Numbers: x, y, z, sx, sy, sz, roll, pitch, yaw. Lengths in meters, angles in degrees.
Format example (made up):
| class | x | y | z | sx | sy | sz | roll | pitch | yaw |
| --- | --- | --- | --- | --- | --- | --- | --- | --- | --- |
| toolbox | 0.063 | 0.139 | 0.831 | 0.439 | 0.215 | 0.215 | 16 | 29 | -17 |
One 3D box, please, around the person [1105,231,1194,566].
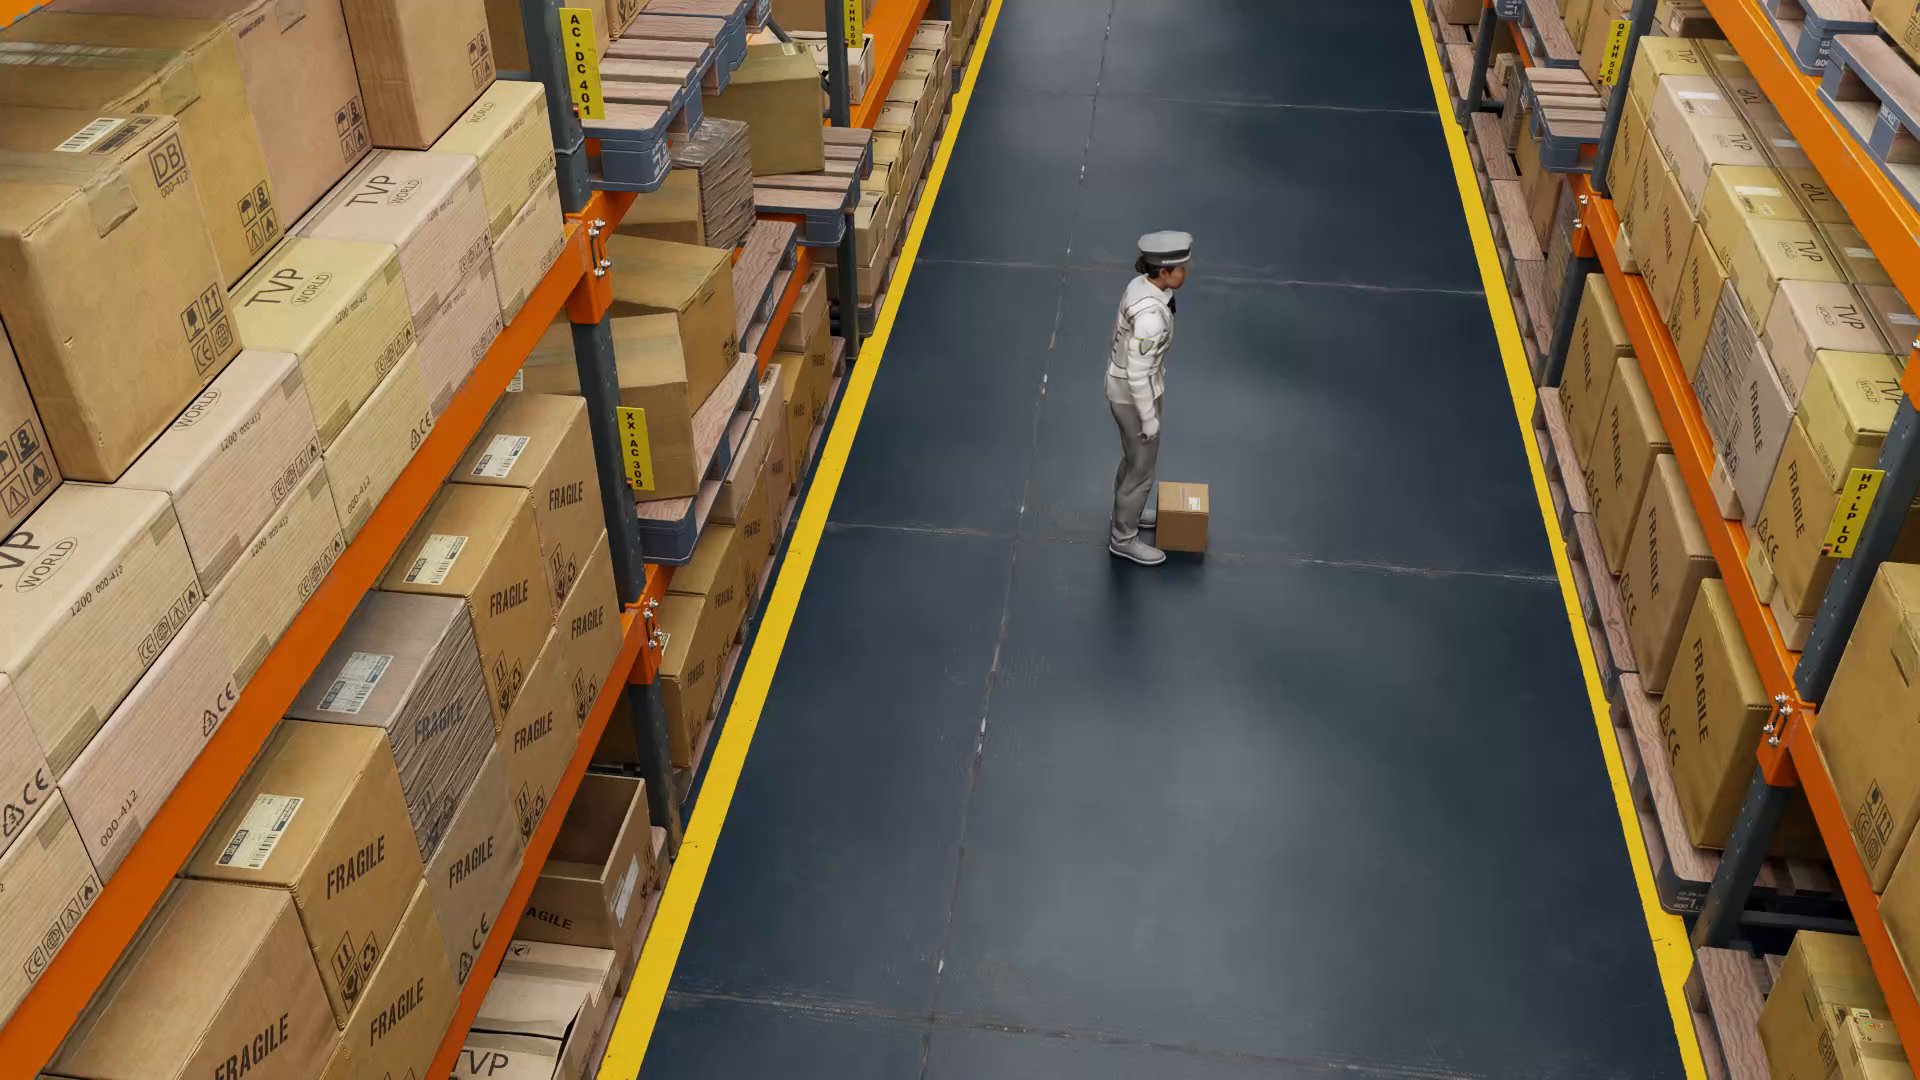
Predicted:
| class | x | y | z | sx | sy | sz | roll | pitch | yaw |
| --- | --- | --- | --- | --- | --- | --- | --- | --- | --- |
| person | 0.879 | -0.694 | 7.977 | 0.371 | 1.664 | 0.524 | 5 | 37 | 6 |
